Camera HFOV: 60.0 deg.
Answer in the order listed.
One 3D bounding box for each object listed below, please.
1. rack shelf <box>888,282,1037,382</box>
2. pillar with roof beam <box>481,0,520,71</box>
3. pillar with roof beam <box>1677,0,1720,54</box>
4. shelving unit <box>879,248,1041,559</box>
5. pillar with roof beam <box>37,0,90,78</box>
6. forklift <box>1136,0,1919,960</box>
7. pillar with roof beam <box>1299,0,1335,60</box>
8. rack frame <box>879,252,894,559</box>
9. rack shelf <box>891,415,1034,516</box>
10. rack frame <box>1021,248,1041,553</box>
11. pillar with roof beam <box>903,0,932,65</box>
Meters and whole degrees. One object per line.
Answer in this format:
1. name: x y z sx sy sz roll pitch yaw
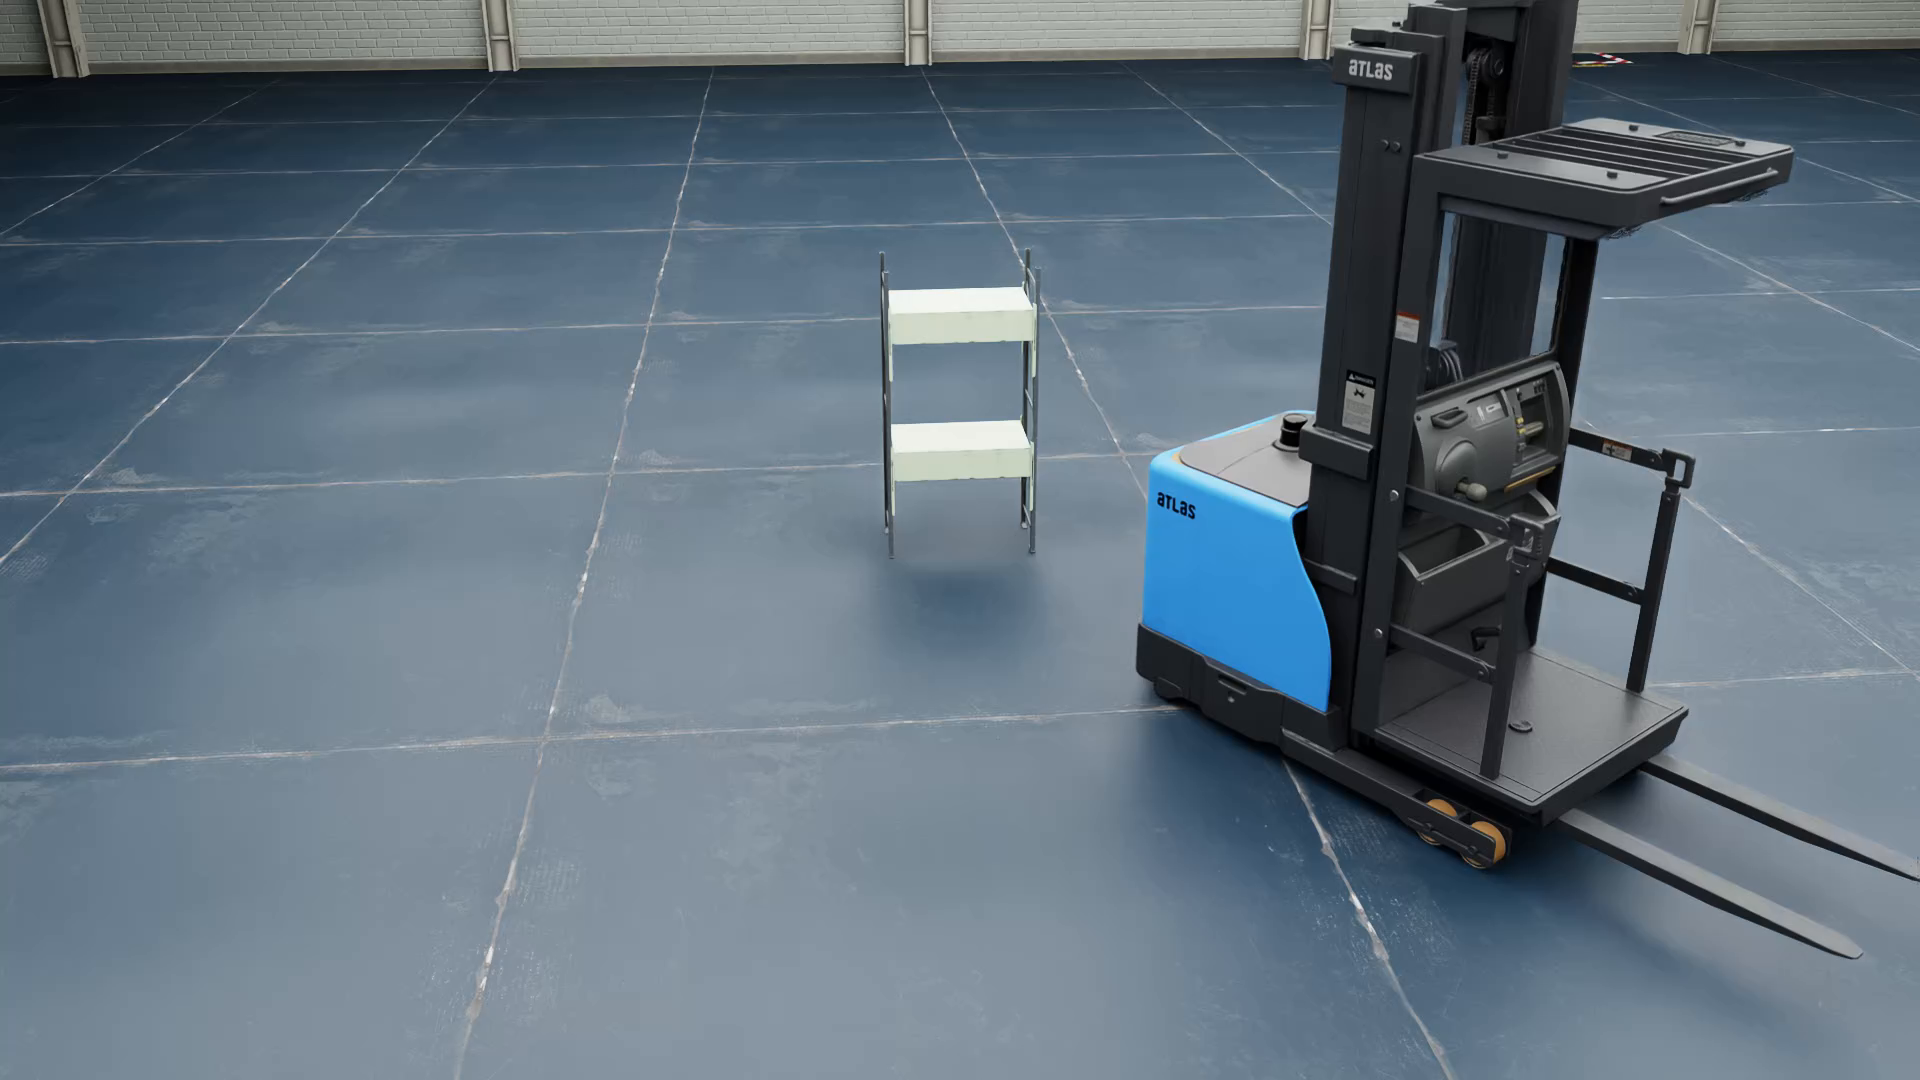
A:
1. rack shelf: -0.007 -1.042 8.286 0.720 0.370 0.431 -2 24 -5
2. pillar with roof beam: -6.169 -9.178 18.321 0.400 9.000 9.100 -2 24 -5
3. pillar with roof beam: 11.744 -9.897 19.937 0.400 9.000 9.100 -2 24 -5
4. shelving unit: -0.007 -0.685 8.445 0.755 1.500 0.431 -2 24 -5
5. pillar with roof beam: -12.140 -8.939 17.782 0.400 9.000 9.100 -2 24 -5
6. forklift: 2.103 -0.375 5.984 1.130 2.935 3.031 -19 30 -36
7. pillar with roof beam: 5.773 -9.657 19.398 0.400 9.000 9.100 -2 24 -5
8. rack frame: -0.371 -0.670 8.412 0.023 1.500 0.400 -2 24 -5
9. rack shelf: -0.007 -0.387 8.577 0.720 0.370 0.431 -2 24 -5
10. rack frame: 0.358 -0.700 8.478 0.023 1.500 0.400 -2 24 -5
11. pillar with roof beam: -0.198 -9.418 18.859 0.400 9.000 9.100 -2 24 -5
